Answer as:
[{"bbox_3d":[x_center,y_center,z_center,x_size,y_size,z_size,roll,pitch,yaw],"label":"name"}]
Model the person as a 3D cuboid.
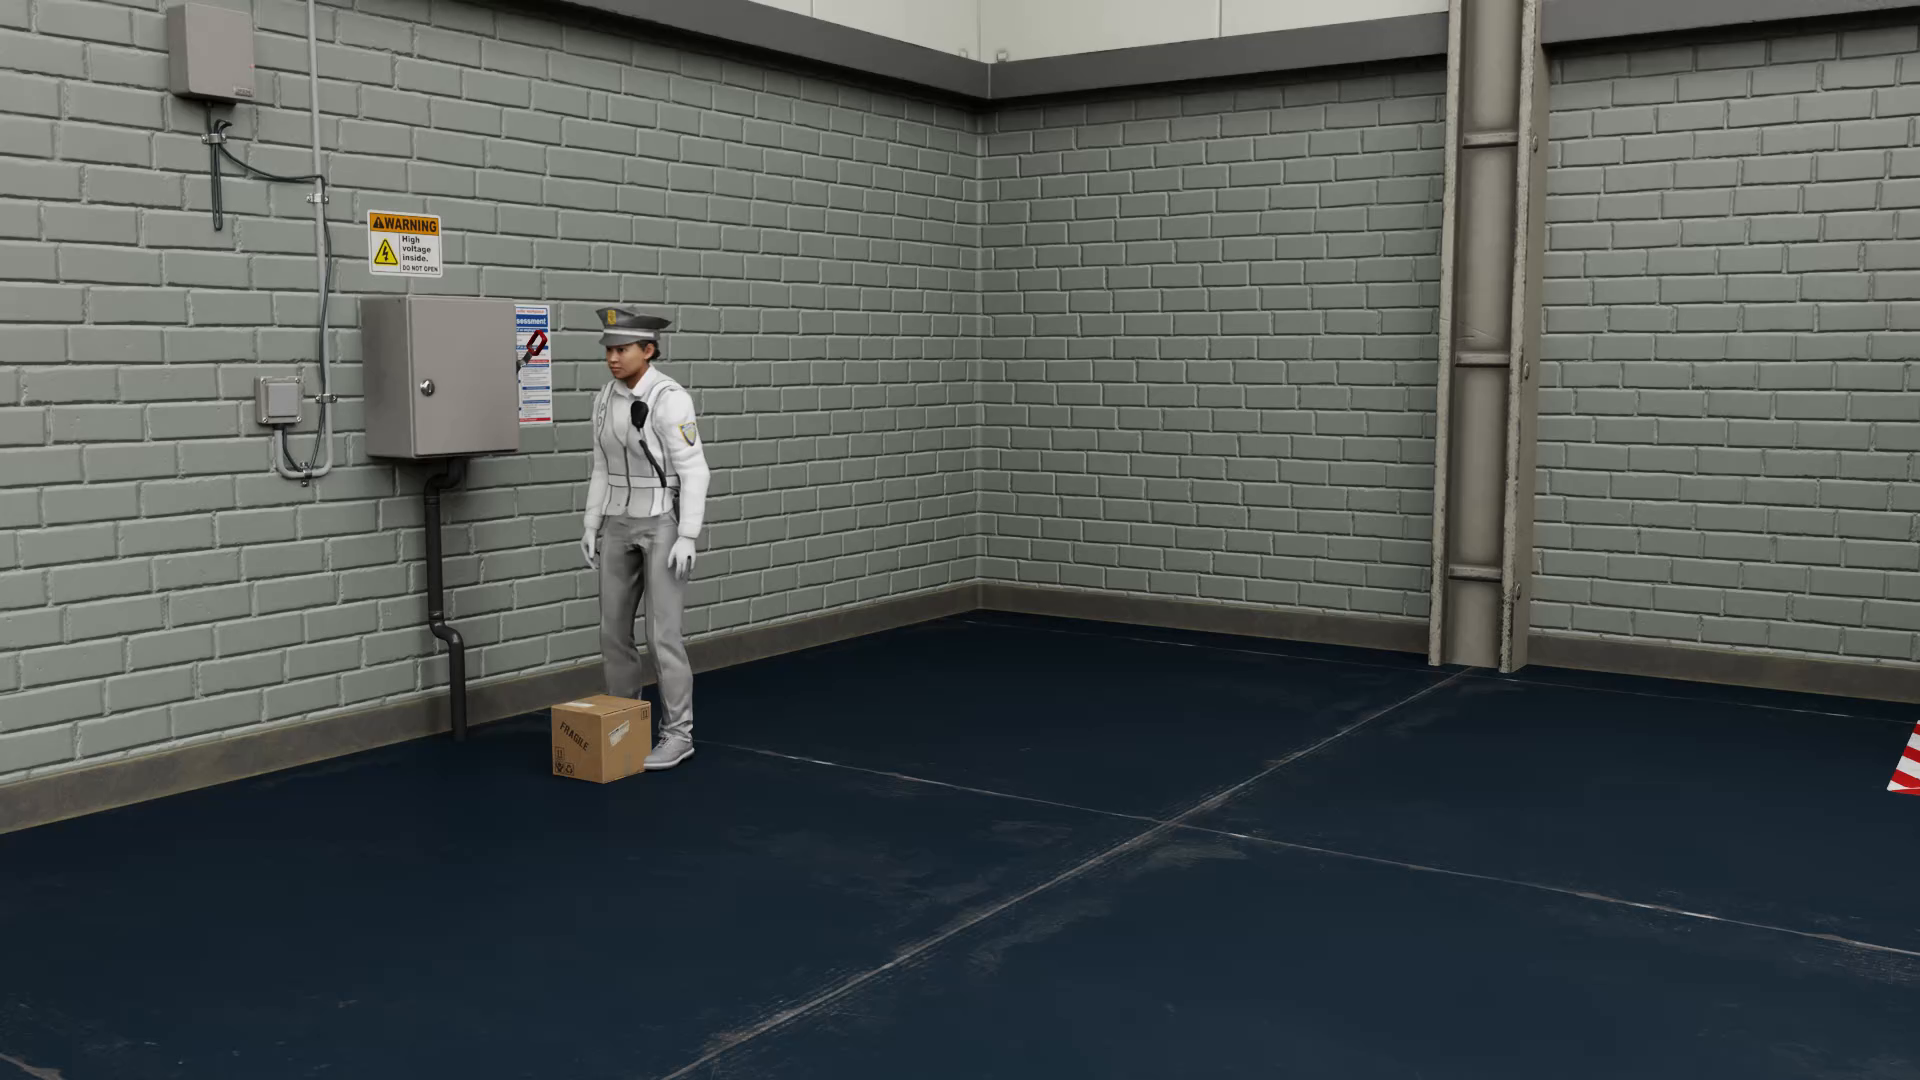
[{"bbox_3d":[-1.153,0.086,6.114,0.538,1.464,0.352,4,8,32],"label":"person"}]
